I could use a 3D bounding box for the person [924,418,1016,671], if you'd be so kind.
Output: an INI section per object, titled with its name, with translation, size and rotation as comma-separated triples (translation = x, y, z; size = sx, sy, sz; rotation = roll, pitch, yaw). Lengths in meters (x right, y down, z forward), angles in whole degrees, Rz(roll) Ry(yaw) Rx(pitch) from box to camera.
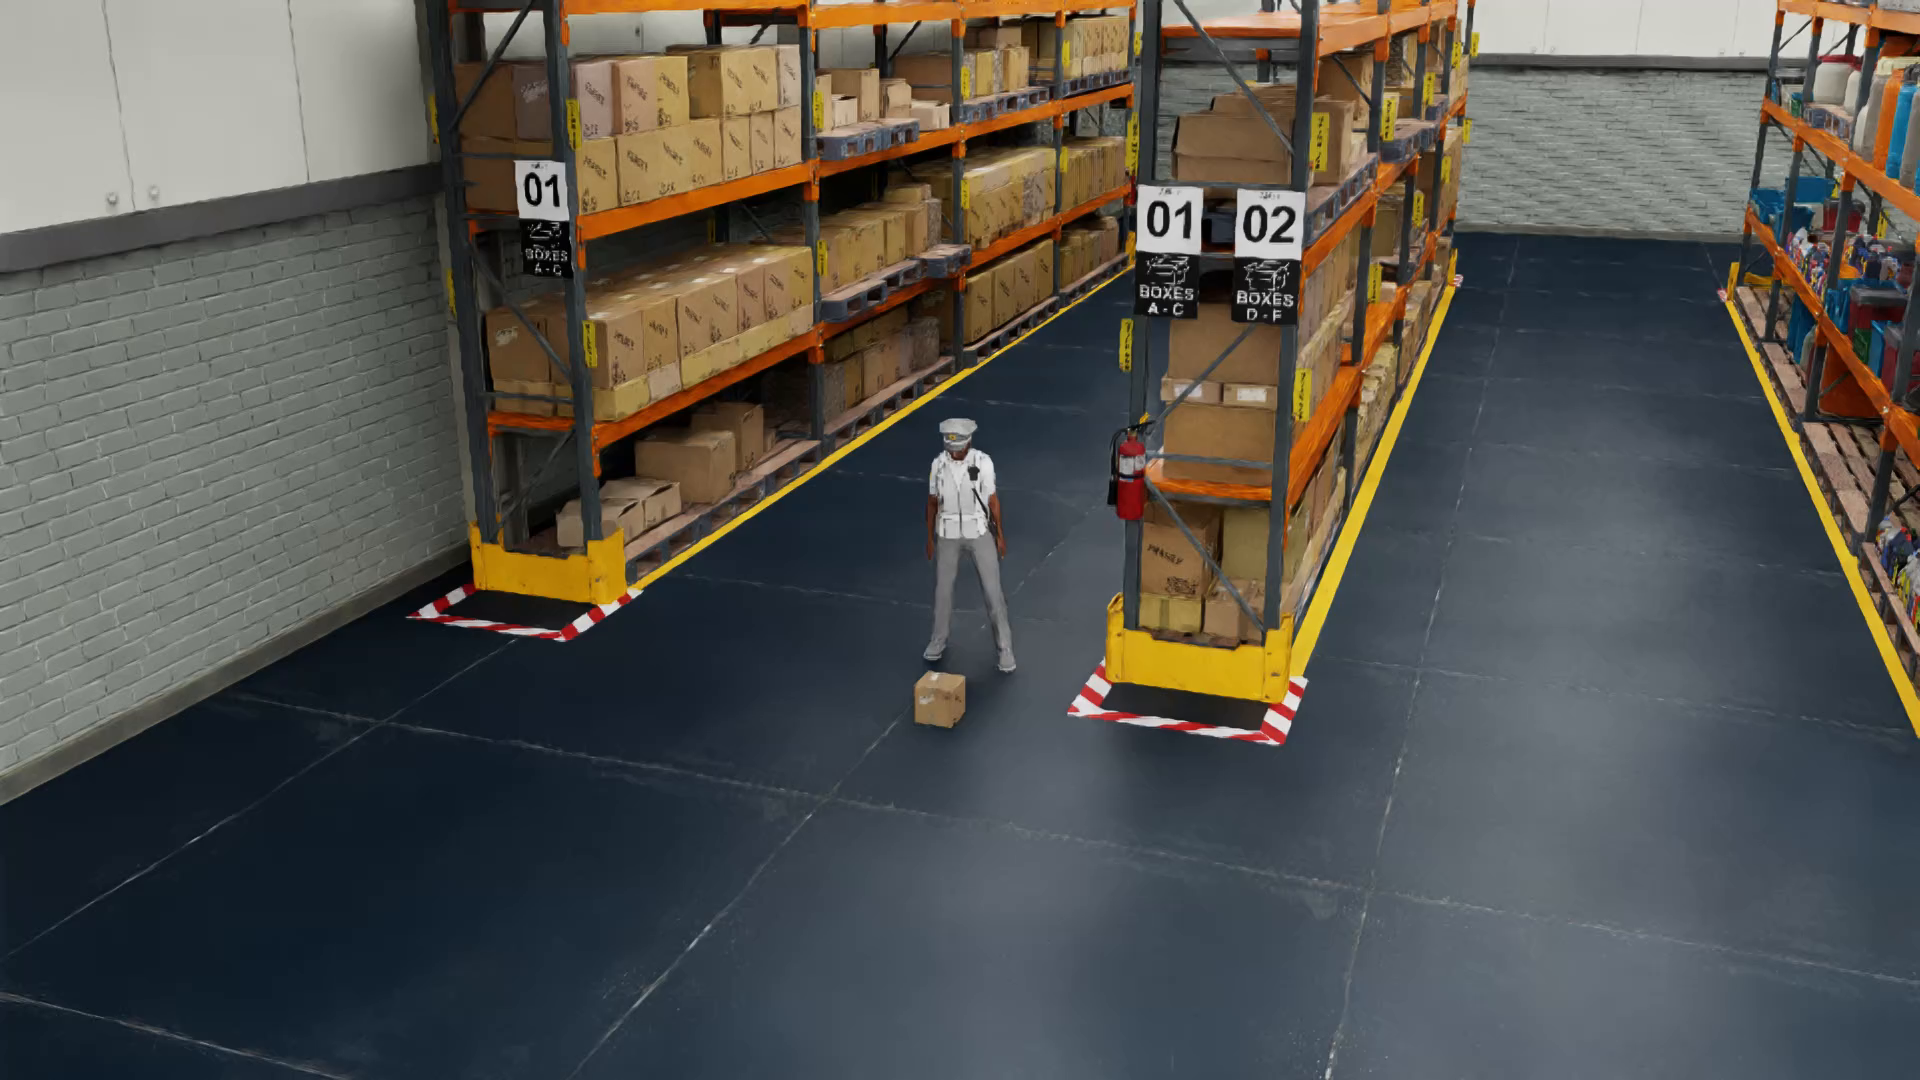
[person]
translation = 0.077, 0.017, 10.965
size = 0.649, 1.656, 0.442
rotation = 3, 19, 9
